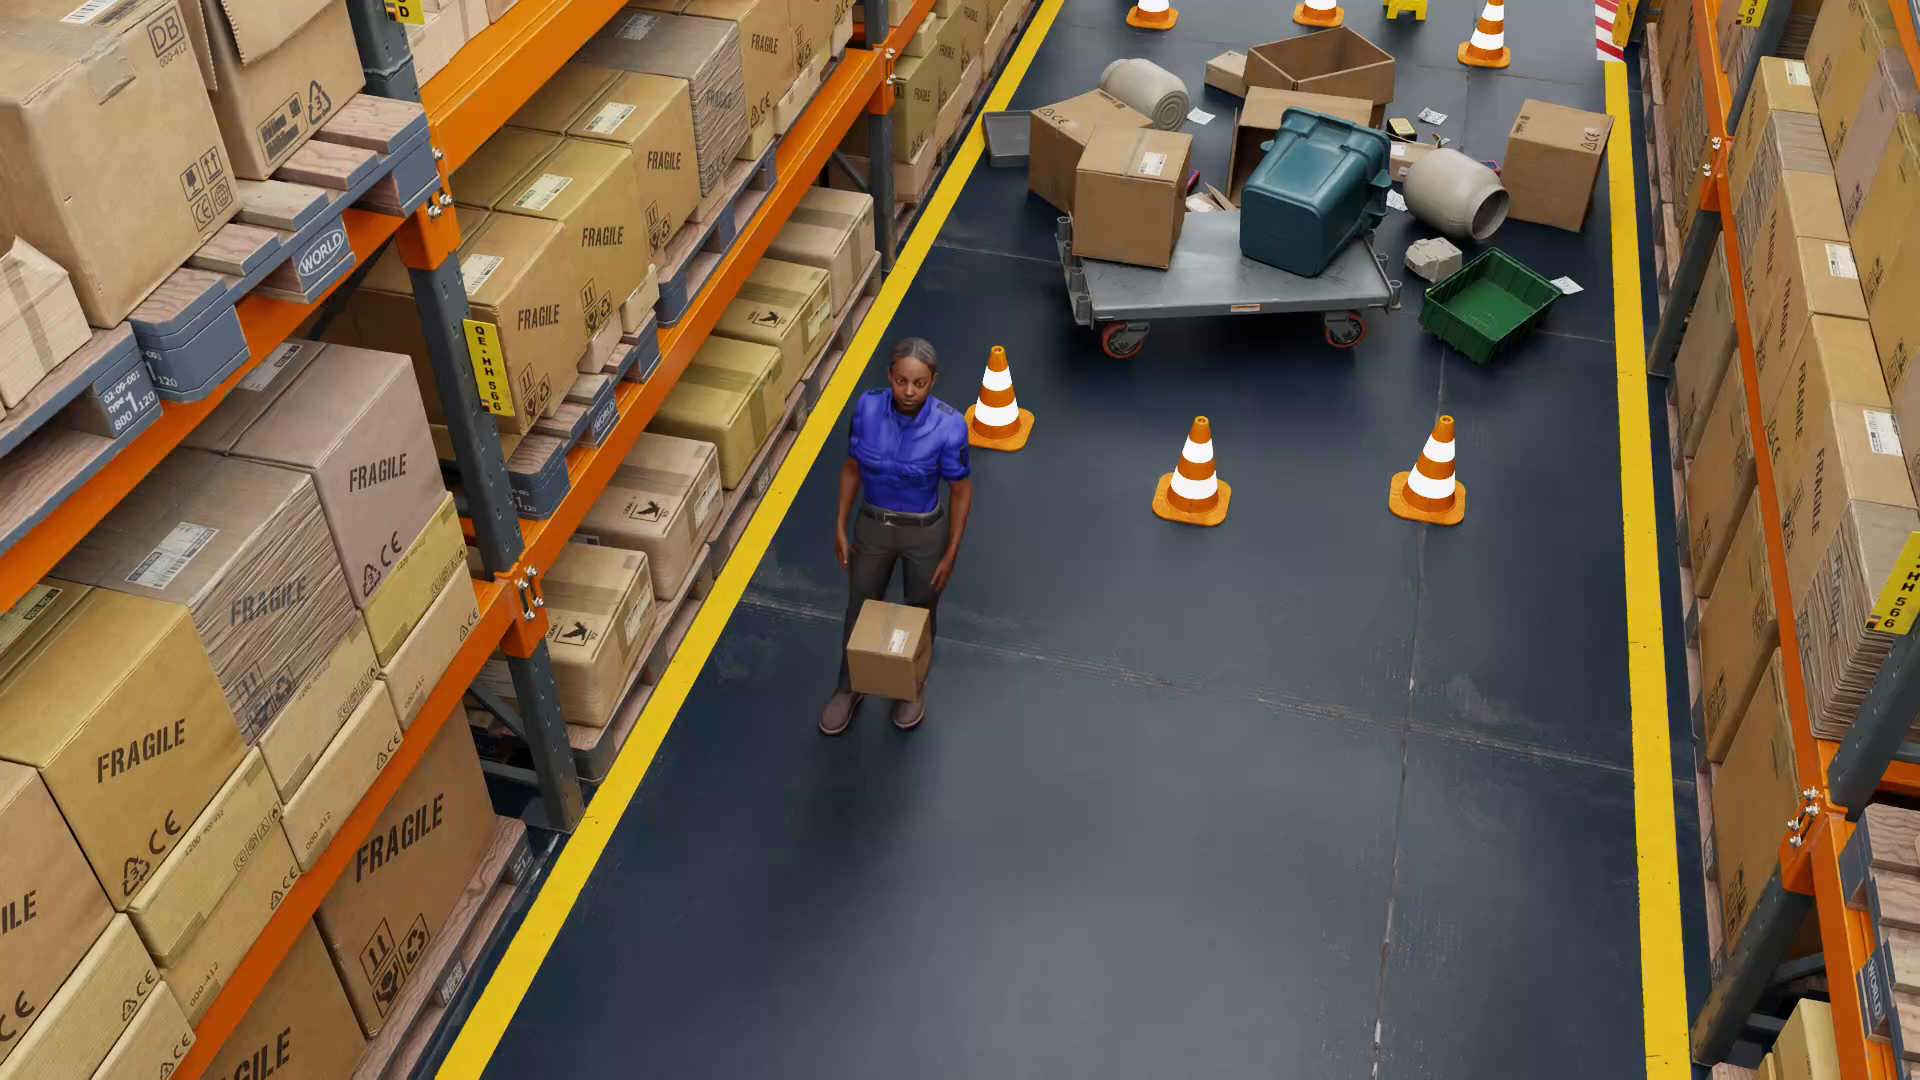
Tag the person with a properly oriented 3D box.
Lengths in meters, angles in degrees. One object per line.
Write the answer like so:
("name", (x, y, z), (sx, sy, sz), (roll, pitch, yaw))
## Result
("person", (-0.246, 0.028, 6.120), (0.547, 1.654, 0.502), (10, 42, 11))
